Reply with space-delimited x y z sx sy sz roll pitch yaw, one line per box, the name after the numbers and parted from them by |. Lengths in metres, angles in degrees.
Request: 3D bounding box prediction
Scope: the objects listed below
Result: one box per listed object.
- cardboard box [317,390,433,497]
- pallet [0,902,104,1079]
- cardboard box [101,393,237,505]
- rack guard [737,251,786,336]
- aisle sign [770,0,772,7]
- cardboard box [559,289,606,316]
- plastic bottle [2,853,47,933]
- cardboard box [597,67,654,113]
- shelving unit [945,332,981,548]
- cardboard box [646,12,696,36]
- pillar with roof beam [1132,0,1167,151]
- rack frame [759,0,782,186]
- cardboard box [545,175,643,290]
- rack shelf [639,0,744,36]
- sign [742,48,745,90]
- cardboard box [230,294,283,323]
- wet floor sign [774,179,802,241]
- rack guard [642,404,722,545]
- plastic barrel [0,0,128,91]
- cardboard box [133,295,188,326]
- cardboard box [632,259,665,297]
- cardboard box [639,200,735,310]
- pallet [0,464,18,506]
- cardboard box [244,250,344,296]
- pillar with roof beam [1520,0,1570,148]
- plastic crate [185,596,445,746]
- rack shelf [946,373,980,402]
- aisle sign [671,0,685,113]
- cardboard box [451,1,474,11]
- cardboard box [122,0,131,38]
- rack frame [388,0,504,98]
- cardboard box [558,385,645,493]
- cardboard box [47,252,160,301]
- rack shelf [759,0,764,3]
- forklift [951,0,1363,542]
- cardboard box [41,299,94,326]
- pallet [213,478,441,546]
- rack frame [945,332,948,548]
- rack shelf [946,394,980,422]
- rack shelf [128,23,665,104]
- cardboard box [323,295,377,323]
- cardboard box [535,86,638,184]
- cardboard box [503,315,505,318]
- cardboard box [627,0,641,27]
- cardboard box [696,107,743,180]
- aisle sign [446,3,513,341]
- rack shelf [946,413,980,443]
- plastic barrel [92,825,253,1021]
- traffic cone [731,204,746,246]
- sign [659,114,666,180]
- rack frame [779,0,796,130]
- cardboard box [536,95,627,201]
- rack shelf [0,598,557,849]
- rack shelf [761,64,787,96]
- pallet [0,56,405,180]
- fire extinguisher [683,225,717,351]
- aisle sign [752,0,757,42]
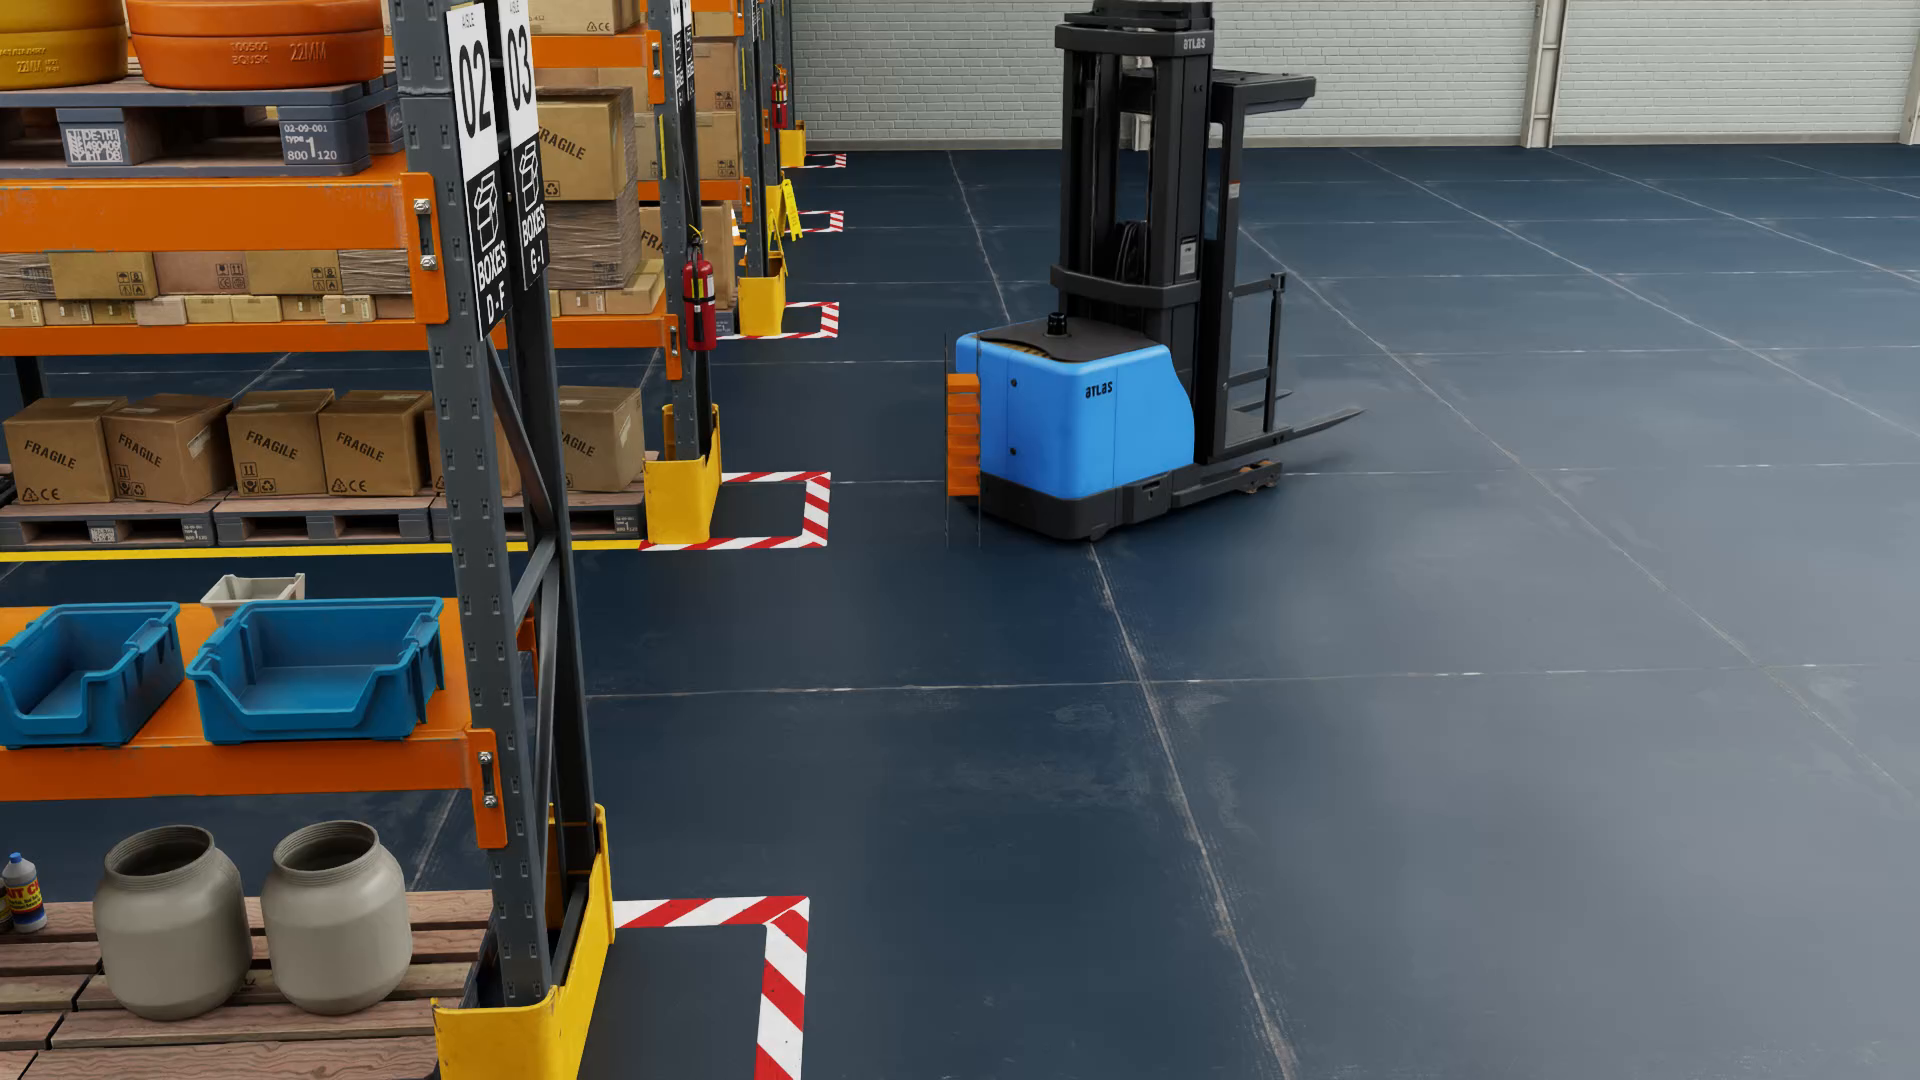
-3.427 -0.577 9.843 0.500 0.500 0.500 1 21 2 | cardboard box
-3.399 1.533 5.297 1.213 0.211 1.003 -1 21 -3 | pallet
-4.603 -0.541 9.749 0.500 0.500 0.500 5 22 14 | cardboard box
-1.740 -2.182 14.650 0.348 0.500 1.175 -1 21 -3 | rack guard
-2.069 -6.219 18.087 0.004 0.787 0.394 -1 21 -3 | aisle sign
-2.105 -1.384 9.395 0.250 0.149 0.380 -1 21 -3 | cardboard box
-3.127 1.169 5.550 0.097 0.271 0.097 0 21 0 | plastic bottle
-2.681 -3.887 13.886 0.550 0.550 0.875 -1 21 -3 | cardboard box
0.014 -0.561 9.408 0.189 1.200 0.258 -1 21 -3 | shelving unit
-3.151 -5.664 18.317 0.500 0.500 0.700 -1 21 -3 | cardboard box
3.054 -8.572 19.488 0.400 9.000 9.100 -1 21 -3 | pillar with roof beam
-2.148 -5.106 18.817 0.127 3.000 1.000 -1 21 -3 | rack frame
-2.133 -1.770 9.496 0.500 0.500 0.875 -1 21 -3 | cardboard box
-3.761 -4.375 13.691 4.000 0.370 1.077 -1 21 -3 | rack shelf
-1.747 -3.809 13.448 0.005 0.325 0.100 -1 21 -3 | sign
-3.847 -1.320 9.225 0.250 0.149 0.380 -1 21 -3 | cardboard box
-1.897 -3.630 18.247 0.232 0.644 0.267 6 22 16 | wet floor sign
-1.658 -0.416 10.011 0.348 0.500 1.175 -1 21 -3 | rack guard
-2.430 -1.444 4.128 0.600 0.588 0.600 0 21 0 | plastic barrel
-4.344 -1.299 9.170 0.250 0.149 0.380 -1 21 -3 | cardboard box
-1.880 -1.547 9.822 0.250 0.149 0.380 -1 21 -3 | cardboard box
-2.438 -2.516 14.409 0.875 0.875 0.875 -1 21 -3 | cardboard box
-6.353 -0.185 9.810 1.213 0.211 1.003 -1 21 -3 | pallet
-3.627 -1.717 9.355 0.500 0.500 0.875 -1 21 -3 | cardboard box
9.045 -8.693 19.808 0.400 9.000 9.100 -1 21 -3 | pillar with roof beam
-1.782 0.360 4.670 0.616 0.251 0.499 -1 21 -3 | plastic crate
0.014 -0.856 9.296 0.180 0.103 0.258 -1 21 -3 | rack shelf
-1.503 -2.695 8.831 0.004 0.787 0.394 -1 21 -3 | aisle sign
-2.547 -2.806 8.771 0.500 0.250 0.500 -1 21 -3 | cardboard box
-4.087 -2.773 8.685 0.500 0.250 0.500 -2 21 -5 | cardboard box
-1.299 -2.630 3.882 0.127 3.000 1.000 -1 21 -3 | rack frame
-2.207 -0.607 9.923 0.500 0.500 0.500 3 21 7 | cardboard box
-4.622 -1.675 9.246 0.500 0.500 0.875 -1 21 -3 | cardboard box
-4.145 -6.131 18.304 4.000 0.370 1.077 -1 21 -3 | rack shelf
1.387 -1.778 10.172 3.031 2.935 1.130 -17 27 -38 | forklift
-4.845 -1.300 9.173 0.250 0.149 0.380 -1 21 -3 | cardboard box
-3.686 -0.253 9.990 1.213 0.211 1.003 -1 21 -3 | pallet
-0.077 -0.559 9.403 0.006 1.200 0.240 -1 21 -3 | rack frame
0.014 -0.744 9.339 0.180 0.103 0.258 -1 21 -3 | rack shelf
-3.579 -2.611 9.058 4.000 0.370 1.077 -1 21 -3 | rack shelf
-3.346 -1.321 9.229 0.250 0.149 0.380 -1 21 -3 | cardboard box
-2.147 -2.324 9.547 0.500 0.500 0.500 -1 21 -3 | cardboard box
-2.602 -1.361 9.334 0.250 0.149 0.380 -1 21 -3 | cardboard box
-2.078 -3.000 9.279 0.500 0.250 0.500 -1 21 -1 | cardboard box
-2.132 -3.396 14.115 0.550 0.550 0.875 -1 21 -3 | cardboard box
-1.211 -0.937 4.213 0.004 0.787 0.394 -1 21 -3 | aisle sign
0.014 -0.632 9.381 0.180 0.103 0.258 -1 21 -3 | rack shelf
-2.453 1.191 5.184 0.421 0.512 0.421 0 21 0 | plastic barrel
-2.504 -3.454 18.042 0.334 0.463 0.336 -1 21 -3 | traffic cone
-1.570 -2.077 8.789 0.005 0.325 0.100 -1 21 -3 | sign
-2.435 -6.869 23.448 0.127 3.000 1.000 -1 21 -3 | rack frame
-2.117 -2.140 9.062 0.500 0.500 0.500 -1 21 -3 | cardboard box
-3.296 0.550 4.970 4.000 0.370 1.077 -1 21 -3 | rack shelf
-4.432 -6.492 23.469 4.000 0.370 1.077 -1 21 -3 | rack shelf
-2.131 -1.158 4.496 1.213 0.211 1.003 -1 21 -3 | pallet
-1.442 -1.388 9.160 0.183 0.674 0.296 -1 21 -3 | fire extinguisher
-1.676 -4.460 13.465 0.004 0.787 0.394 -1 21 -3 | aisle sign
